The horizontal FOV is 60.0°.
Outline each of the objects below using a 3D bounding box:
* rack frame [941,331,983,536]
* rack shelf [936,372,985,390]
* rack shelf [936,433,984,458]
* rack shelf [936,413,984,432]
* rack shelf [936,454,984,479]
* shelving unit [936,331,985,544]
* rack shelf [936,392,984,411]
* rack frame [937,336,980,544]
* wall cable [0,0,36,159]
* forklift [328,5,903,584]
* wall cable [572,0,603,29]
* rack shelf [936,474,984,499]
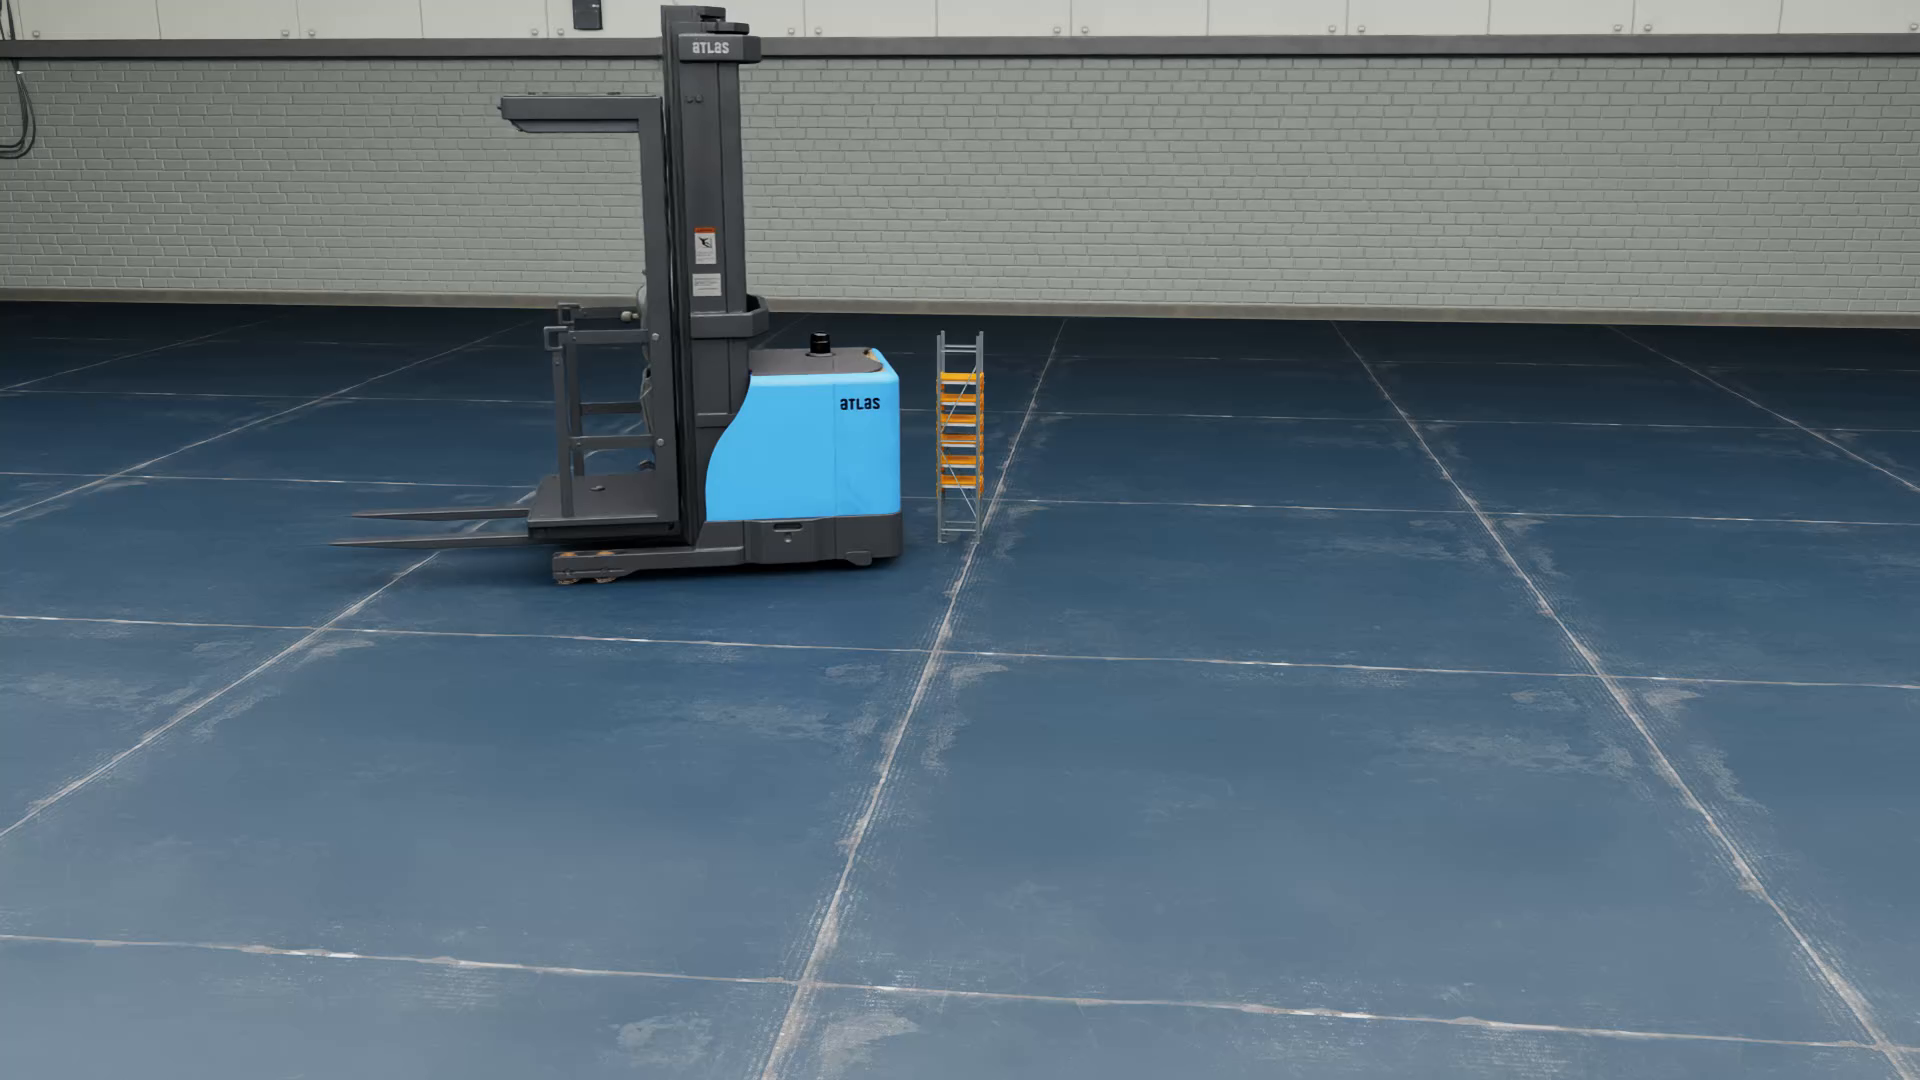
[{"bbox_3d":[0.012,-0.607,9.607,0.240,1.200,0.006,2,15,6],"label":"rack frame"},{"bbox_3d":[0.002,-0.888,9.437,0.258,0.103,0.180,2,15,6],"label":"rack shelf"},{"bbox_3d":[0.002,-0.540,9.531,0.258,0.103,0.180,2,15,6],"label":"rack shelf"},{"bbox_3d":[0.002,-0.656,9.500,0.258,0.103,0.180,2,15,6],"label":"rack shelf"},{"bbox_3d":[0.002,-0.424,9.562,0.258,0.103,0.180,2,15,6],"label":"rack shelf"},{"bbox_3d":[0.002,-0.583,9.519,0.258,1.200,0.189,2,15,6],"label":"shelving unit"},{"bbox_3d":[0.002,-0.772,9.468,0.258,0.103,0.180,2,15,6],"label":"rack shelf"},{"bbox_3d":[-0.009,-0.559,9.432,0.240,1.200,0.006,2,15,6],"label":"rack frame"},{"bbox_3d":[-12.679,-5.837,19.956,3.097,2.526,0.112,2,15,6],"label":"wall cable"},{"bbox_3d":[-1.876,-1.328,8.957,3.031,2.935,1.130,-2,15,-9],"label":"forklift"},{"bbox_3d":[-3.248,-8.693,18.057,2.305,6.003,0.169,2,15,6],"label":"wall cable"},{"bbox_3d":[0.002,-0.308,9.594,0.258,0.103,0.180,2,15,6],"label":"rack shelf"}]
